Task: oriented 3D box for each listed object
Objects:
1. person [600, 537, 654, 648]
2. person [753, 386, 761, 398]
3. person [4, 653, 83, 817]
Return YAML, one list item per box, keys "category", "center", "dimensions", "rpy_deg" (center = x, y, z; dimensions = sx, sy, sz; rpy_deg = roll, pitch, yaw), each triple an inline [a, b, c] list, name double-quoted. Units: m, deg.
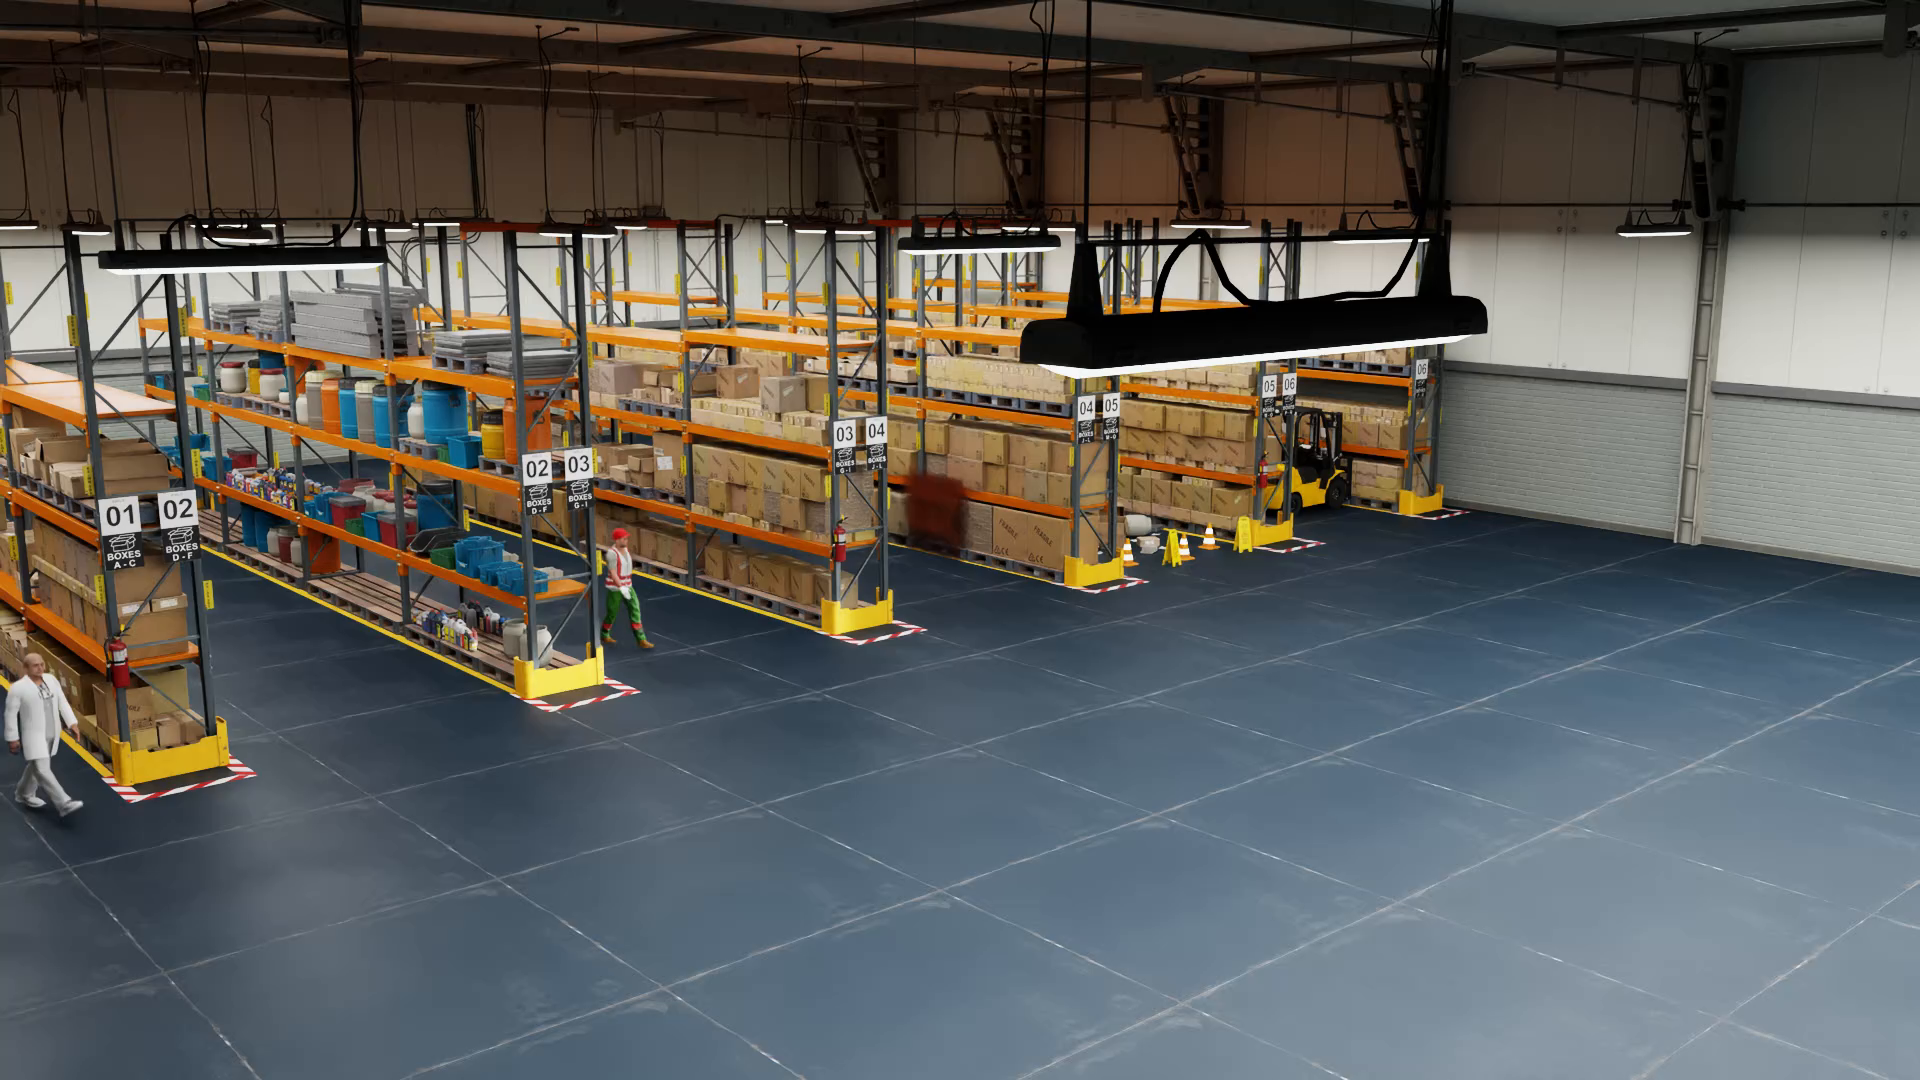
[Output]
- category: "person"
  center: [-4.842, 0.706, 24.005]
  dimensions: [0.989, 1.680, 0.522]
  rpy_deg: [7, 14, 32]
- category: "person"
  center: [-5.479, -3.608, 45.483]
  dimensions: [0.448, 1.647, 0.758]
  rpy_deg: [2, 12, 11]
- category: "person"
  center: [-9.552, 2.022, 17.394]
  dimensions: [1.162, 1.714, 0.604]
  rpy_deg: [4, 12, 18]
